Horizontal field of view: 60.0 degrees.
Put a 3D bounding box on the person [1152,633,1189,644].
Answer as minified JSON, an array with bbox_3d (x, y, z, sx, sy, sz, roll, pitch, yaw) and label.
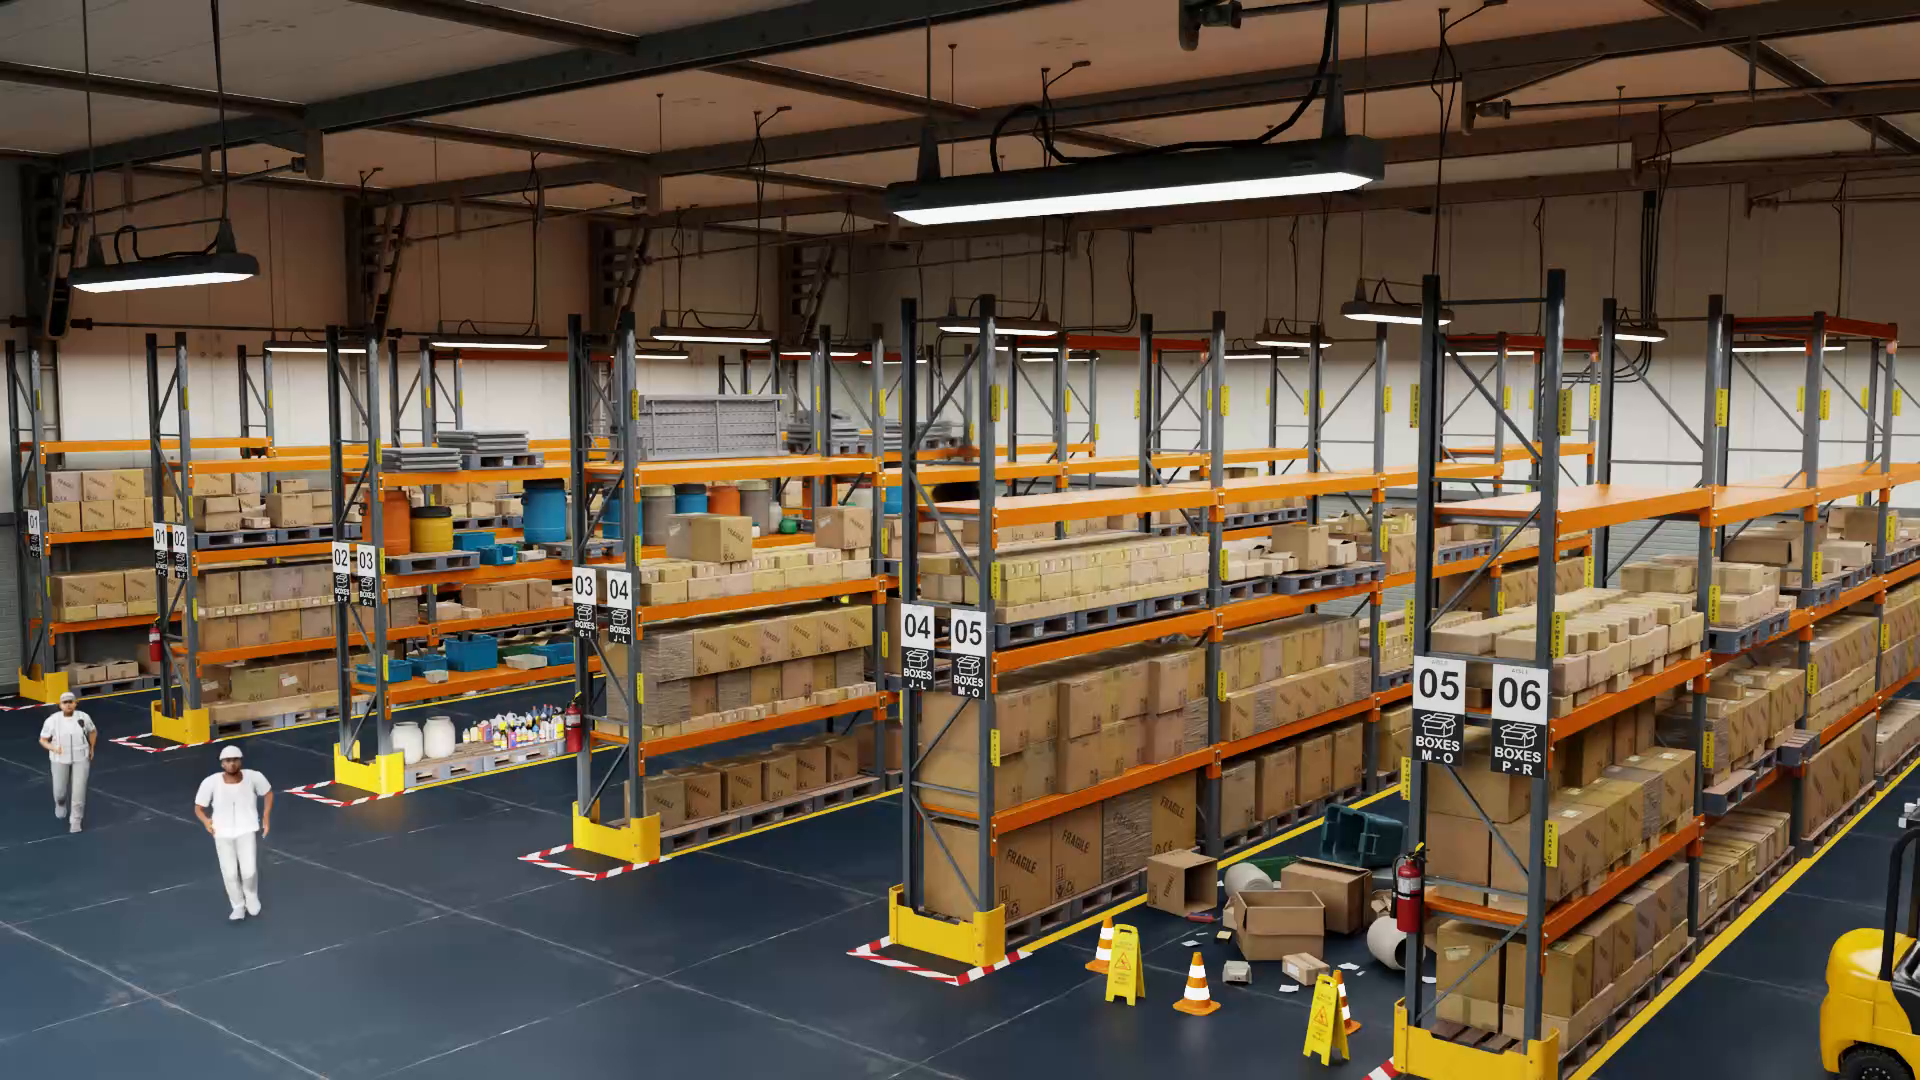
[{"bbox_3d":[2.988,1.968,24.030,0.646,1.755,0.604,4,6,35],"label":"person"}]

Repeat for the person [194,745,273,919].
[{"bbox_3d":[-7.034,2.846,16.115,0.701,1.723,0.587,-2,5,-20],"label":"person"}]

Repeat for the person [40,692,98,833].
[{"bbox_3d":[-10.483,2.592,19.594,0.613,1.630,0.657,-3,6,-33],"label":"person"}]

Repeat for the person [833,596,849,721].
[{"bbox_3d":[-1.721,1.766,24.919,0.672,1.876,0.743,3,6,27],"label":"person"}]
